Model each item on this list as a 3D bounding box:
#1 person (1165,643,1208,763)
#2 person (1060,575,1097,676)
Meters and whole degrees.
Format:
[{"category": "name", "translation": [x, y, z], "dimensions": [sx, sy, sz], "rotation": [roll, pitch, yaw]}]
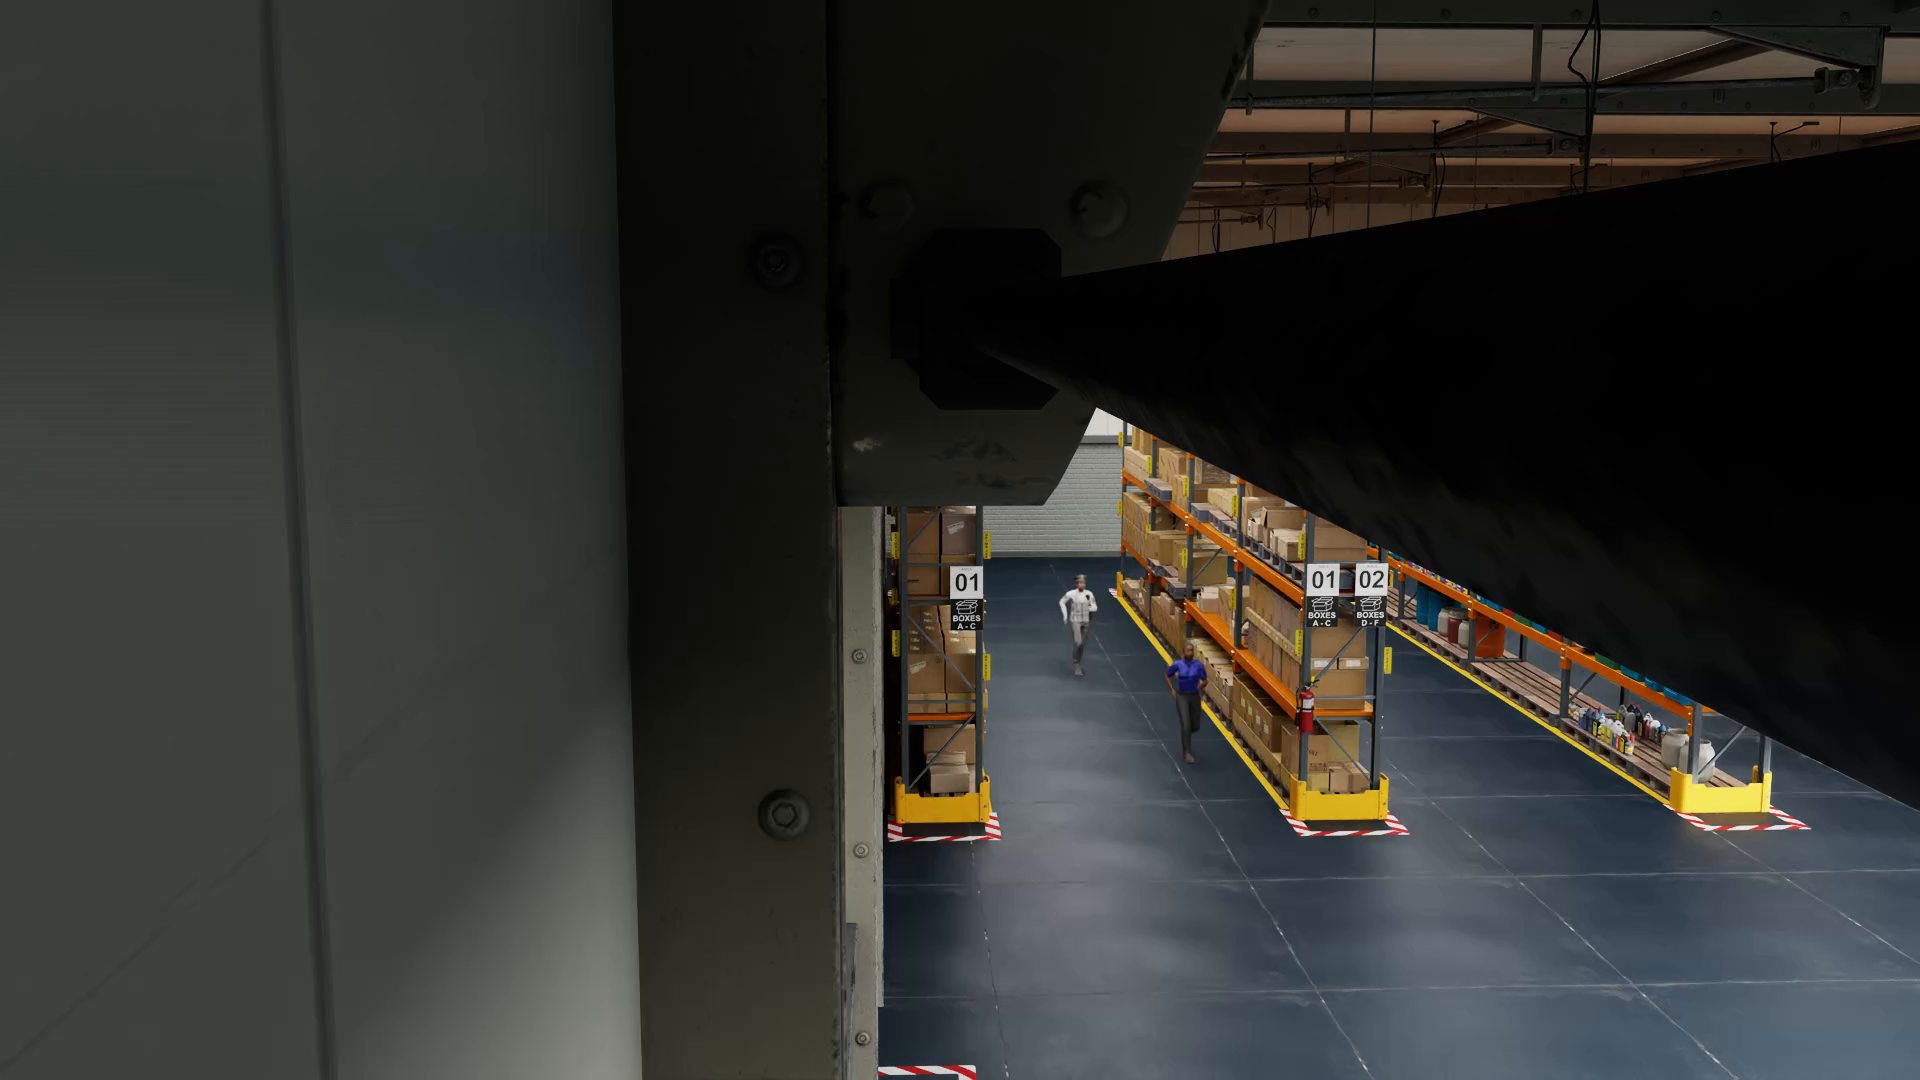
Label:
[{"category": "person", "translation": [3.195, 2.246, 23.383], "dimensions": [0.588, 1.624, 0.831], "rotation": [-1, 8, -6]}, {"category": "person", "translation": [2.076, 1.458, 28.808], "dimensions": [0.578, 1.753, 0.729], "rotation": [-2, 8, -16]}]
